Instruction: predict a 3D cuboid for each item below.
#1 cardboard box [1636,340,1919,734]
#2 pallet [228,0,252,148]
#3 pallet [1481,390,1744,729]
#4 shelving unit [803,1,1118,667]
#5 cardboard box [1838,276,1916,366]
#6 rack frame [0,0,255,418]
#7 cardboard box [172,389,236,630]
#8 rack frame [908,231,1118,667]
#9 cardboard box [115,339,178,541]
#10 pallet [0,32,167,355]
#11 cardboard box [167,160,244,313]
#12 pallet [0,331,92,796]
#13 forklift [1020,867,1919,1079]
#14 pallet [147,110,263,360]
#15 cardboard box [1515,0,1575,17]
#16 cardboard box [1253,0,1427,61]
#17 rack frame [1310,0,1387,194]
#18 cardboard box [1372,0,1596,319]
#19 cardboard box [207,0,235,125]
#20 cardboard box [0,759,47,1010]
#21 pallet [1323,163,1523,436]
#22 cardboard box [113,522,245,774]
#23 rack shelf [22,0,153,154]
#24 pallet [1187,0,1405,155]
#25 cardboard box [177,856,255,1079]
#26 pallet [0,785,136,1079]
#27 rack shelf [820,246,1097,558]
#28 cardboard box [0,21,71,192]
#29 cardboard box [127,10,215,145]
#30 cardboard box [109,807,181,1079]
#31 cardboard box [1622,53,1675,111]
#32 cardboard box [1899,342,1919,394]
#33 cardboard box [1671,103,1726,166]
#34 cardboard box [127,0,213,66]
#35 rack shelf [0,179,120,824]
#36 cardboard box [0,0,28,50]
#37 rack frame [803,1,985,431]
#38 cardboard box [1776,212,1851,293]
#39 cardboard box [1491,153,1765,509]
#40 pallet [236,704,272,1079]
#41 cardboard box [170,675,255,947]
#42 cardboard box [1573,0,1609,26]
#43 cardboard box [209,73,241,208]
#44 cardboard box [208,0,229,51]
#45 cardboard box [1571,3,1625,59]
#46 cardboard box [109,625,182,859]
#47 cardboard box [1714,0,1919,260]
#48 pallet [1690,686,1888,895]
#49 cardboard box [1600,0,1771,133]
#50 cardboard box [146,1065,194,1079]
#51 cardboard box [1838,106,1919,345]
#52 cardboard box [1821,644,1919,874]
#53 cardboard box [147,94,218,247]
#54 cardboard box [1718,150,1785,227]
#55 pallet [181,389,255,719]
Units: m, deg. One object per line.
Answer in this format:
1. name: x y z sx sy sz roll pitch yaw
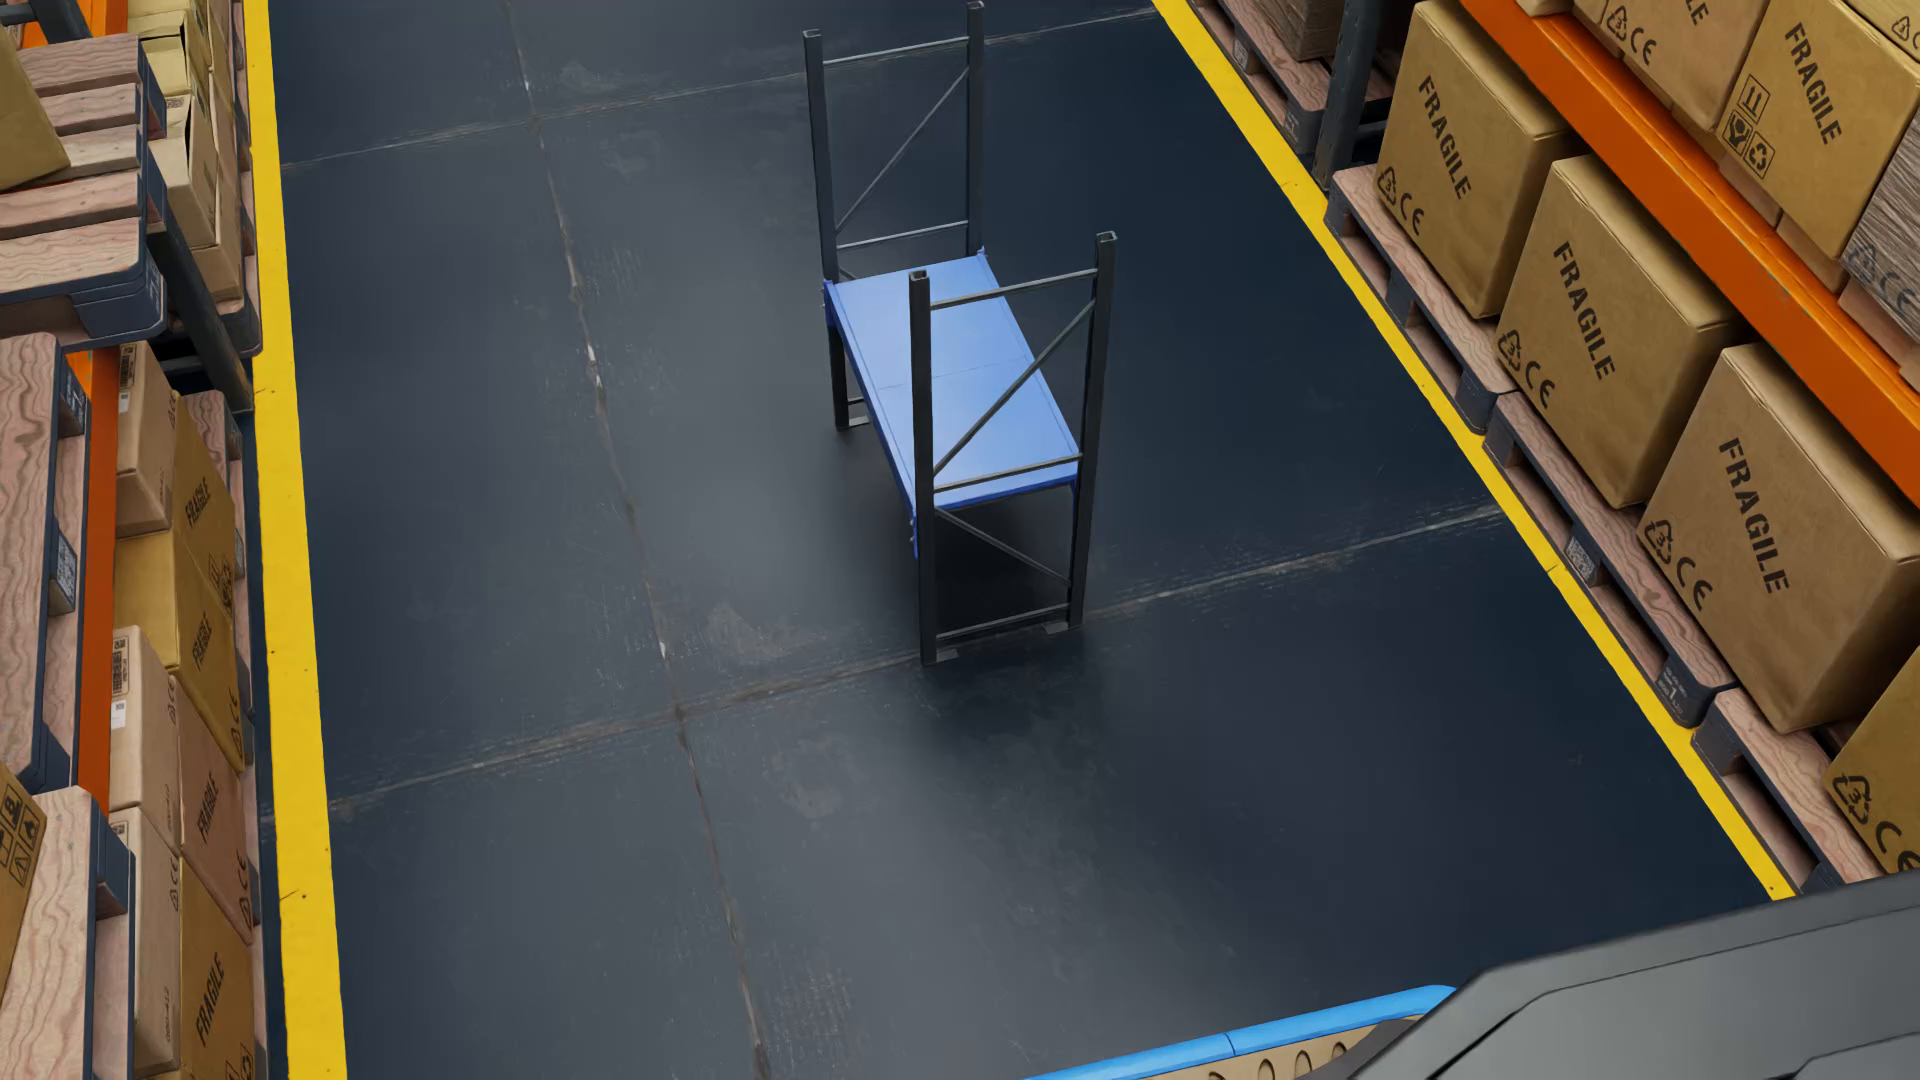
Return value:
1. cardboard box: 2.455 -0.065 4.474 0.750 0.750 0.750 -12 51 -10
2. pallet: -3.440 -1.928 6.738 1.003 0.211 1.213 -13 51 -11
3. pallet: 2.373 -0.069 5.170 1.003 0.211 1.213 -13 51 -11
4. shelving unit: -0.025 -0.546 4.729 0.538 1.500 1.048 -13 51 -11
5. cardboard box: 2.333 -0.575 3.924 0.380 0.149 0.250 -15 51 -12
6. rack frame: -2.877 -1.328 4.407 1.000 3.000 0.127 -13 51 -11
7. cardboard box: -2.376 -0.034 4.664 0.500 0.500 0.500 -12 51 -10
8. rack frame: 0.125 -0.174 4.416 0.500 1.500 0.032 -13 51 -11
9. cardboard box: -2.355 -0.235 4.343 0.500 0.250 0.500 -12 51 -10
10. pallet: -2.609 -0.787 4.077 1.213 0.211 1.003 -13 51 -11
11. cardboard box: -2.751 -1.026 5.676 0.500 0.250 0.500 -13 51 -11
12. pallet: -2.297 0.154 3.284 1.003 0.211 1.213 -13 51 -11
13. forklift: 0.835 1.764 1.846 1.130 2.935 3.031 -10 51 -9
14. pallet: -3.083 -1.039 5.988 1.003 0.211 1.213 -13 51 -11
15. cardboard box: 1.794 -1.684 4.859 0.380 0.149 0.250 -12 51 -10
16. cardboard box: 1.592 -2.301 6.575 0.700 0.500 0.500 -13 51 -10
17. rack frame: 1.854 -2.450 5.354 1.000 3.000 0.127 -13 51 -11
18. cardboard box: 1.947 -1.326 5.537 0.750 0.750 0.750 -14 51 -11
19. cardboard box: -3.060 -1.771 6.305 0.500 0.250 0.500 -15 51 -12
20. cardboard box: -1.884 0.542 2.491 0.700 0.500 0.500 -6 50 -5
21. pallet: 2.016 -0.959 5.920 1.003 0.211 1.213 -13 51 -11
22. cardboard box: -2.223 0.344 4.345 0.500 0.500 0.500 -15 51 -12
23. rack shelf: -3.468 -2.556 5.914 1.077 0.370 4.000 -13 51 -11
24. pallet: 1.625 -2.123 6.901 1.003 0.211 1.213 -13 51 -11
25. cardboard box: -1.913 1.096 3.712 0.500 0.500 0.500 -13 51 -11
26. pallet: -1.826 1.047 2.531 1.003 0.211 1.213 -13 51 -11
27. rack shelf: -0.025 -0.430 4.867 0.538 0.185 1.000 -13 51 -11
28. cardboard box: -2.583 -1.061 3.842 0.700 0.500 0.500 -30 56 -23
29. cardboard box: -2.914 -1.588 5.784 0.500 0.311 0.500 -14 51 -12
30. cardboard box: -1.900 0.877 3.405 0.500 0.250 0.500 -13 51 -11
31. cardboard box: 2.072 -1.340 4.569 0.380 0.149 0.250 -12 51 -10
32. cardboard box: 2.393 -0.389 3.767 0.380 0.149 0.250 -13 51 -11
33. cardboard box: 2.138 -1.150 4.408 0.380 0.149 0.250 -13 51 -10
34. cardboard box: -3.063 -1.961 6.098 0.500 0.311 0.500 -15 51 -12
35. rack shelf: -2.285 0.365 3.451 1.077 0.370 4.000 -13 51 -11
36. cardboard box: -2.942 -1.574 4.674 0.500 0.311 0.500 -10 51 -9
37. rack frame: -0.176 -0.917 5.042 0.500 1.500 0.032 -13 51 -11
38. cardboard box: 2.265 -0.772 4.090 0.380 0.149 0.250 -12 51 -10
39. cardboard box: 2.199 -0.685 4.997 0.750 0.750 0.750 -14 51 -11
40. pallet: -2.335 1.015 4.257 1.003 0.211 1.213 -13 51 -11
41. cardboard box: -2.062 0.726 4.023 0.500 0.500 0.500 -15 52 -12
42. cardboard box: 1.900 -1.788 4.522 0.500 0.500 0.500 -12 51 -10
43. cardboard box: -2.900 -1.393 5.986 0.500 0.250 0.500 -15 51 -12
44. cardboard box: -3.211 -2.145 6.621 0.500 0.250 0.500 -12 51 -10
45. cardboard box: 1.987 -1.528 4.728 0.380 0.149 0.250 -14 51 -11
46. cardboard box: -2.049 0.511 3.714 0.500 0.250 0.500 -14 51 -12
47. cardboard box: 2.207 -1.046 3.897 0.500 0.500 0.500 -12 51 -10
48. pallet: 2.737 0.823 4.418 1.003 0.211 1.213 -13 51 -11
49. cardboard box: 2.045 -1.425 4.216 0.500 0.500 0.500 -14 51 -11
50. cardboard box: -1.772 1.462 3.403 0.500 0.500 0.500 -13 51 -10
51. cardboard box: 2.359 -0.683 3.591 0.500 0.500 0.500 -13 51 -11
52. cardboard box: 2.721 0.583 3.928 0.750 0.750 0.750 -13 51 -11
53. cardboard box: -2.751 -1.206 5.462 0.500 0.311 0.500 -12 51 -10
54. cardboard box: 2.194 -0.965 4.253 0.380 0.149 0.250 -13 51 -11
55. pallet: -2.692 0.125 5.007 1.003 0.211 1.213 -13 51 -11
